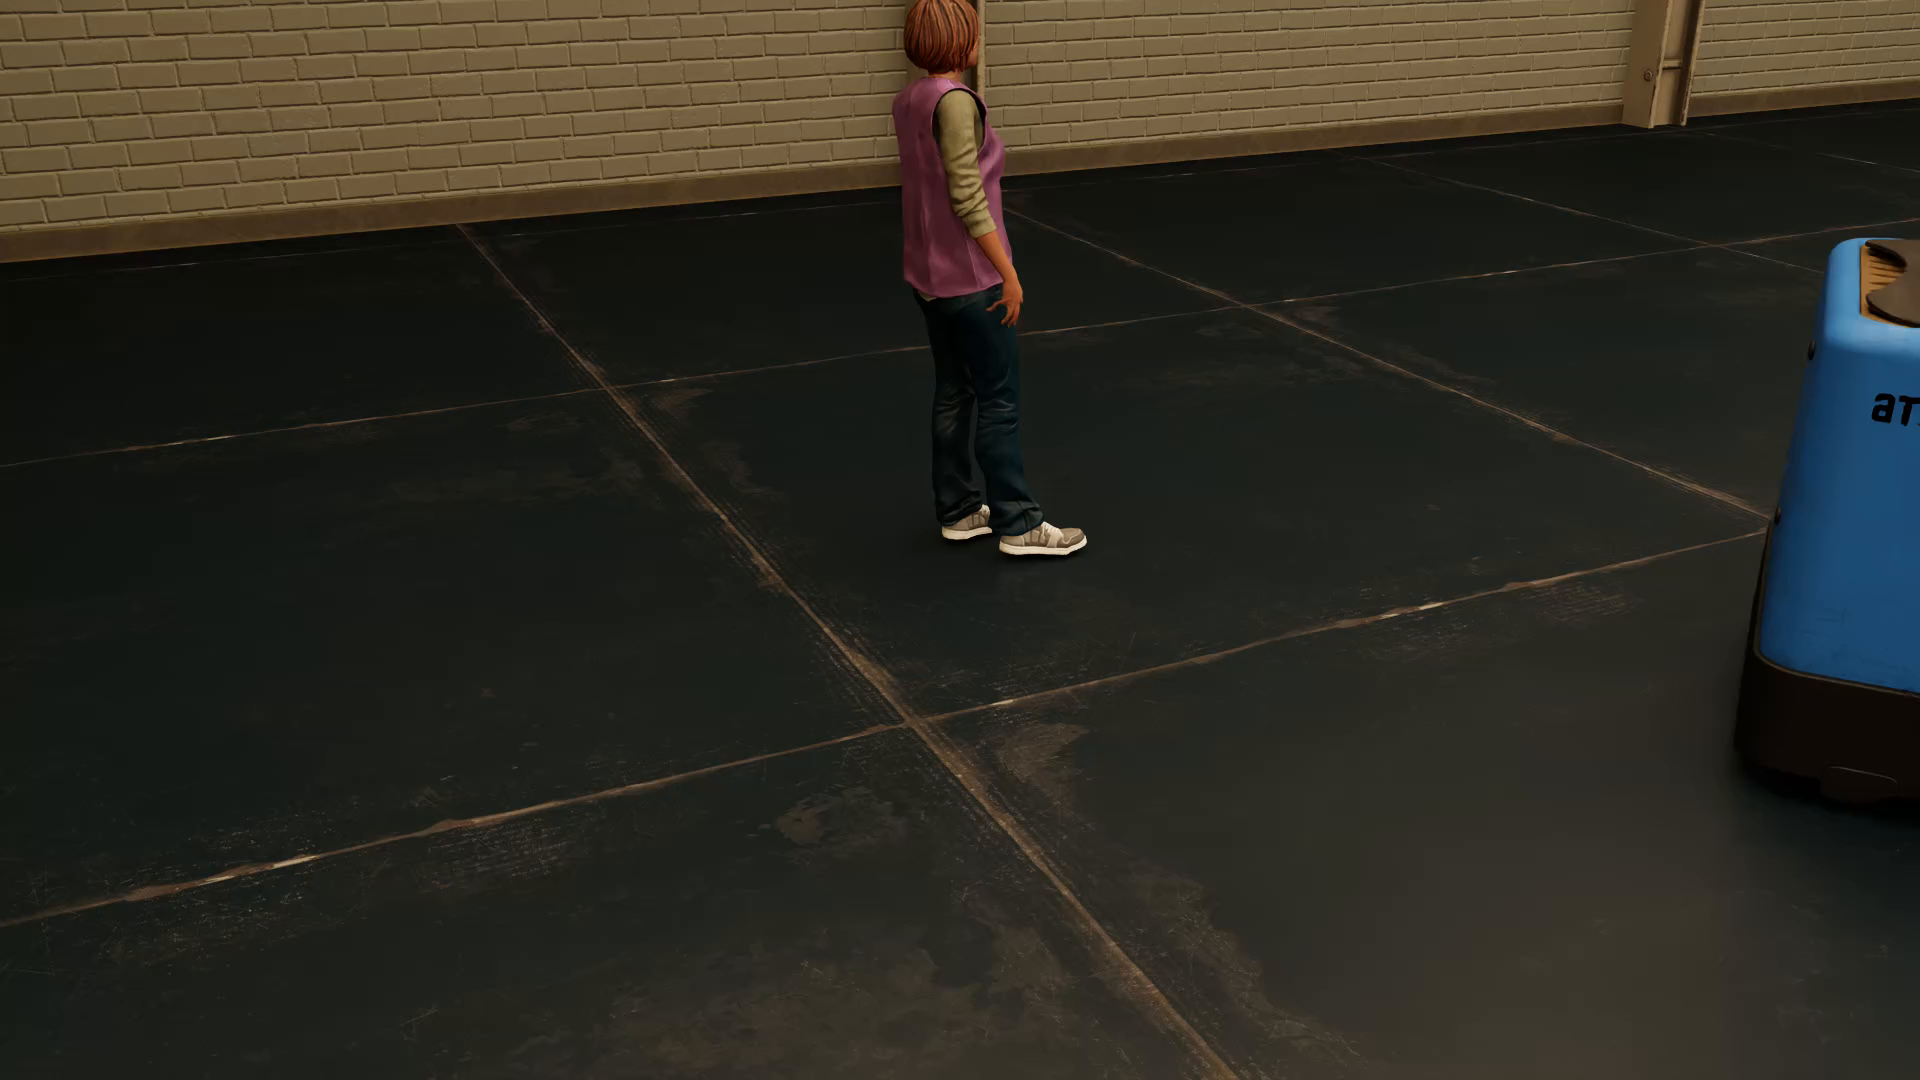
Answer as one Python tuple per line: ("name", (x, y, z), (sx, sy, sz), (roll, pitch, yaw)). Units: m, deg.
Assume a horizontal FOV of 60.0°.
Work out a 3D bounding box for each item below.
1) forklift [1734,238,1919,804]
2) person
("forklift", (3.316, -0.711, 2.998), (3.031, 2.935, 1.130), (11, 25, 24))
("person", (0.074, -0.751, 4.816), (0.473, 1.599, 0.521), (-10, 25, -23))
